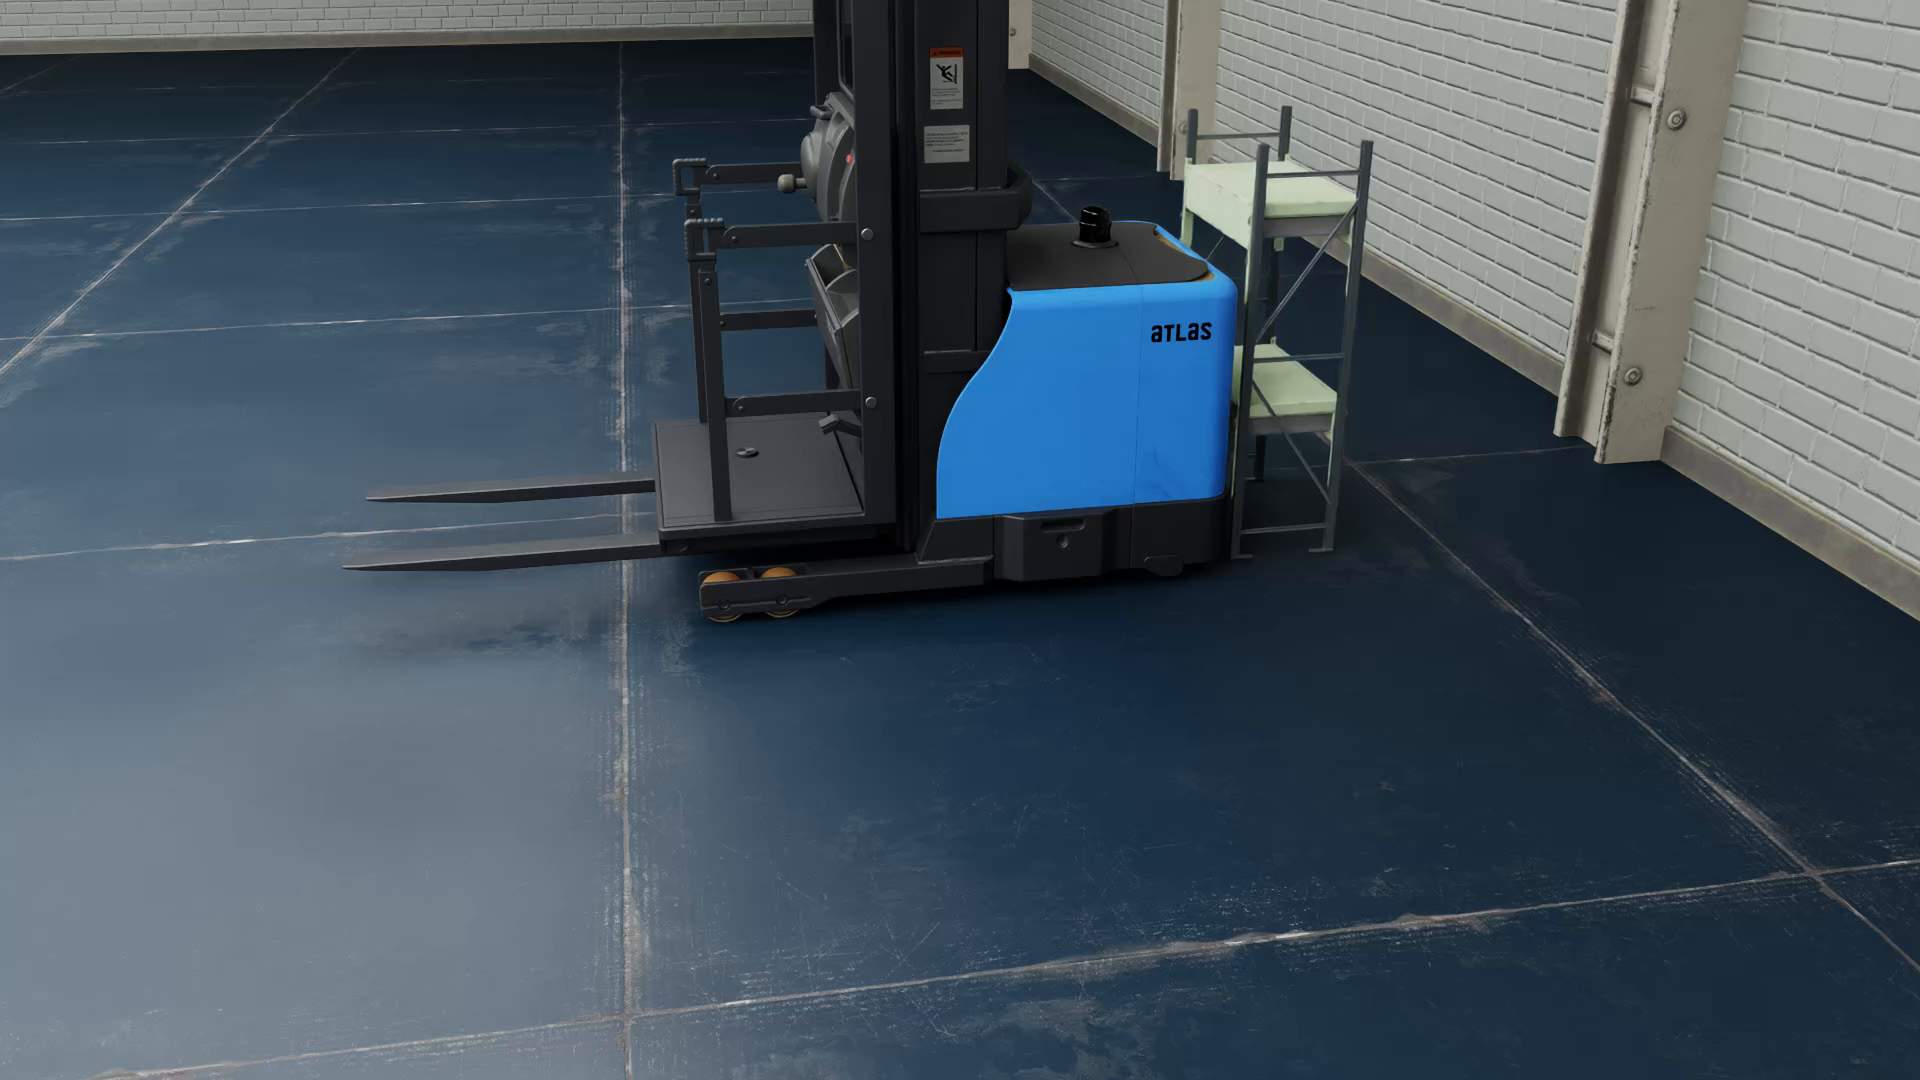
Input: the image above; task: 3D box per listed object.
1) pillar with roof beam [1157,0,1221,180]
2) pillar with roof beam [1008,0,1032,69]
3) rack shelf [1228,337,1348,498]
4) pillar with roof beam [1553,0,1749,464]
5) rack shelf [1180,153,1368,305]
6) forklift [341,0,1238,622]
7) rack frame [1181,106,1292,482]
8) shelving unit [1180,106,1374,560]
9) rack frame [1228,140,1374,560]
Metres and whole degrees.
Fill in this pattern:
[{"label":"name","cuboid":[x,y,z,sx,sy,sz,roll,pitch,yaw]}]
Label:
[{"label":"pillar with roof beam","cuboid":[-2.537,-6.573,10.058,9.100,9.000,0.400,-4,24,-10]},{"label":"pillar with roof beam","cuboid":[-3.647,-8.933,15.461,9.100,9.000,0.400,-4,24,-10]},{"label":"rack shelf","cuboid":[1.112,-0.478,6.285,0.431,0.370,0.720,-4,24,-10]},{"label":"pillar with roof beam","cuboid":[-1.428,-4.213,4.654,9.100,9.000,0.400,-4,24,-10]},{"label":"rack shelf","cuboid":[1.112,-1.134,5.998,0.431,0.370,0.720,-4,24,-10]},{"label":"forklift","cuboid":[-0.619,-1.295,5.553,3.031,2.935,1.130,-4,24,-10]},{"label":"rack frame","cuboid":[1.042,-0.921,6.484,0.400,1.500,0.023,-4,24,-10]},{"label":"shelving unit","cuboid":[1.112,-0.777,6.155,0.431,1.500,0.755,-4,24,-10]},{"label":"rack frame","cuboid":[1.182,-0.633,5.825,0.400,1.500,0.023,-4,24,-10]}]
